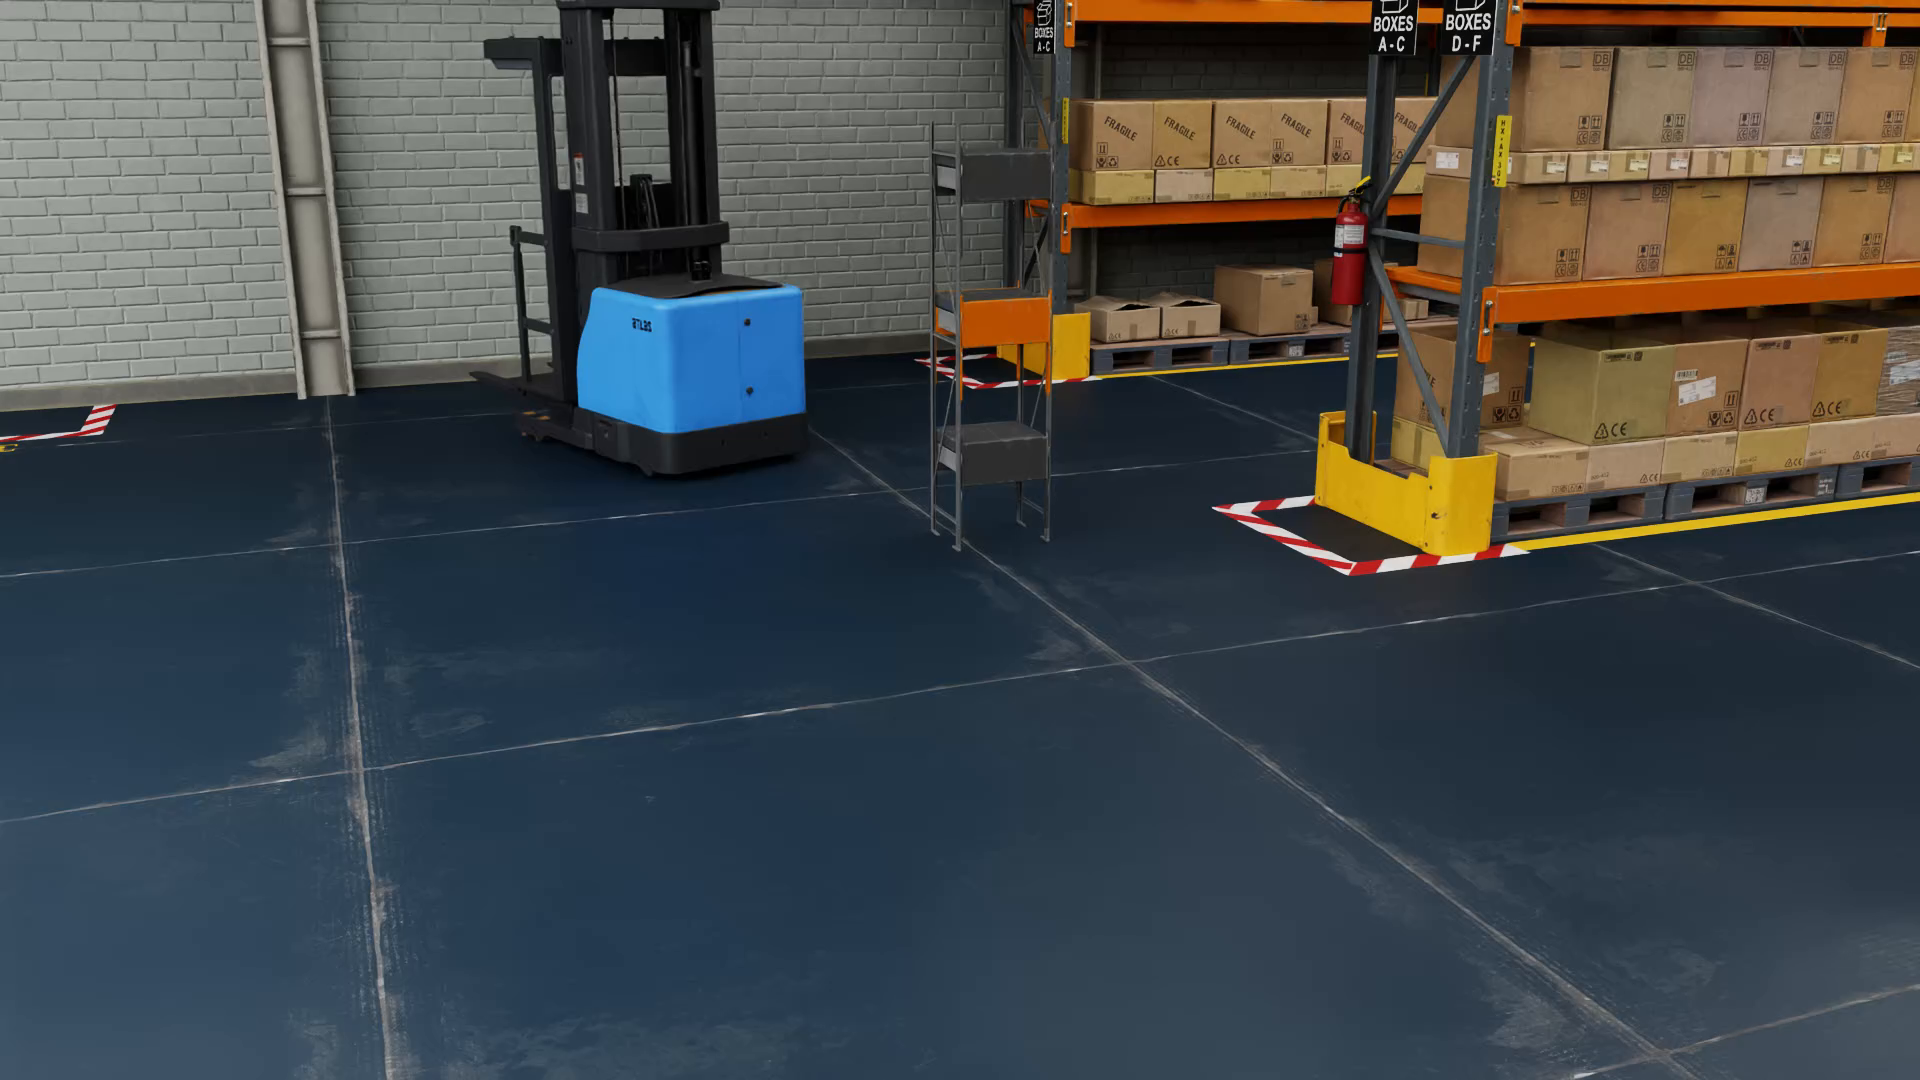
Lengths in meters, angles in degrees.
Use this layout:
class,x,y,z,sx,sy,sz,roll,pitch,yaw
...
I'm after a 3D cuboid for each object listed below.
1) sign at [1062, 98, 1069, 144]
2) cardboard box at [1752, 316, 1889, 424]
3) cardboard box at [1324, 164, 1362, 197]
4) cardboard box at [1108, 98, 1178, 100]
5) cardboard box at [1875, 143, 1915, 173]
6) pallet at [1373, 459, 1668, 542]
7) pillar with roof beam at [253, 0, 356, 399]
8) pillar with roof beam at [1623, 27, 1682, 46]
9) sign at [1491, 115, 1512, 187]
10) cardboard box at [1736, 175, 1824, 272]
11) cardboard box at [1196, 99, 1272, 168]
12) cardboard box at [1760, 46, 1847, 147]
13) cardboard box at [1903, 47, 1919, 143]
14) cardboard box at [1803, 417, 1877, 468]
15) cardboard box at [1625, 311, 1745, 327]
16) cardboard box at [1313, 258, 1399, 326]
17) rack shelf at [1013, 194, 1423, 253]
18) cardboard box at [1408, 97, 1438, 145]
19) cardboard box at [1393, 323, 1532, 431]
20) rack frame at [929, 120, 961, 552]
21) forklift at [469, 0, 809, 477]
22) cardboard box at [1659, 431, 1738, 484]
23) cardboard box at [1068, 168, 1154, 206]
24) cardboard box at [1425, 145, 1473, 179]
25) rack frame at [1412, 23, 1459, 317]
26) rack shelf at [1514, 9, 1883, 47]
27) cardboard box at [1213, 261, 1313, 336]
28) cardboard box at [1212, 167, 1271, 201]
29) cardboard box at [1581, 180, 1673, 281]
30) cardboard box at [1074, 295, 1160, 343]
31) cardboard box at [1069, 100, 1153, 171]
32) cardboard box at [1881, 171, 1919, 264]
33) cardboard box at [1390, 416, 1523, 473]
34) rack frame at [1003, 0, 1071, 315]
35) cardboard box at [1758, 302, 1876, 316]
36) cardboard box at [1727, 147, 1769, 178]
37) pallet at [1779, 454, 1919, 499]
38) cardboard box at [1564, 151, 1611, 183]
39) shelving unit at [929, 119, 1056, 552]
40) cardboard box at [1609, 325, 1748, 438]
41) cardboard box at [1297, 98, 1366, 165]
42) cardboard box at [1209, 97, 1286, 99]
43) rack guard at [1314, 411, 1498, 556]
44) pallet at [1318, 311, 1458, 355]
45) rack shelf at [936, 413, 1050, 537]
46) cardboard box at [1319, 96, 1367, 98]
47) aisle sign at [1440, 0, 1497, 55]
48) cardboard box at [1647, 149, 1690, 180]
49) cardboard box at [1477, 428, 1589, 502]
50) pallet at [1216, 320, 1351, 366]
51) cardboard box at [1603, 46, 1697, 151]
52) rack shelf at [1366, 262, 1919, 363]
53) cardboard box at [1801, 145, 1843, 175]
class,x,y,z,sx,sy,sz,roll,pitch,yaw
sign,0.777,-3.101,12.298,0.005,0.325,0.100,-6,17,-20
cardboard box,4.803,-0.968,9.373,0.500,0.500,0.500,-6,17,-20
cardboard box,3.052,-2.939,13.513,0.500,0.250,0.500,-6,17,-20
cardboard box,1.421,-3.277,13.335,0.500,0.500,0.500,-6,17,-19
cardboard box,4.966,-2.102,9.104,0.250,0.149,0.380,-6,17,-20
pallet,3.058,-0.276,9.162,1.213,0.211,1.003,-6,17,-20
pillar with roof beam,-3.135,-4.267,7.159,0.400,9.000,9.100,-6,17,-20
pillar with roof beam,8.070,-5.477,11.279,0.400,9.000,9.100,-6,17,-20
sign,2.552,-1.832,7.836,0.005,0.325,0.100,-6,17,-20
cardboard box,4.244,-1.774,9.138,0.500,0.500,0.700,-6,17,-18
cardboard box,2.086,-3.192,13.046,0.500,0.500,0.500,-7,18,-22
cardboard box,4.276,-2.401,8.970,0.500,0.500,0.700,-6,17,-20
cardboard box,5.211,-2.501,9.313,0.500,0.500,0.700,-6,17,-20
cardboard box,4.807,-0.604,9.468,0.500,0.250,0.500,-6,17,-20
cardboard box,4.149,-1.054,9.669,0.500,0.500,0.500,-6,17,-20
cardboard box,3.363,-2.128,14.177,0.500,0.500,0.500,-8,18,-24
rack shelf,2.451,-2.685,13.694,4.000,0.370,1.077,-6,17,-20
cardboard box,3.987,-3.400,13.752,0.500,0.500,0.500,-6,17,-20
cardboard box,2.753,-0.900,9.142,0.500,0.500,0.500,-6,17,-20
rack frame,-0.073,-1.000,8.275,0.015,2.100,0.400,-6,17,-20
forklift,-2.271,-2.124,10.631,1.130,2.935,3.031,-14,21,-39
cardboard box,3.872,-0.505,9.128,0.500,0.250,0.500,-6,17,-20
cardboard box,1.152,-2.732,12.807,0.500,0.250,0.500,-7,18,-22
cardboard box,2.648,-1.973,8.665,0.250,0.149,0.380,-6,18,-21
rack frame,4.318,-3.232,14.279,0.127,3.000,1.000,-6,17,-20
rack shelf,6.186,-4.527,14.645,4.000,0.370,1.077,-6,17,-20
cardboard box,2.497,-2.004,13.756,0.500,0.500,0.700,-7,18,-24
cardboard box,2.110,-2.838,13.168,0.500,0.250,0.500,-6,18,-21
cardboard box,3.288,-1.671,8.788,0.500,0.500,0.700,-6,17,-19
cardboard box,1.261,-1.795,13.380,0.500,0.311,0.500,-8,18,-26
cardboard box,1.136,-3.095,12.713,0.500,0.500,0.500,-6,17,-20
cardboard box,5.192,-1.875,9.483,0.500,0.500,0.700,-6,18,-21
cardboard box,2.754,-0.539,9.246,0.500,0.250,0.500,-6,17,-20
rack frame,0.583,-2.828,12.906,0.127,3.000,1.000,-6,17,-20
cardboard box,5.085,-1.154,10.007,0.500,0.500,0.500,-6,17,-20
cardboard box,4.004,-1.998,8.749,0.250,0.149,0.380,-6,18,-21
pallet,5.337,-0.522,10.000,1.213,0.211,1.003,-6,17,-20
cardboard box,3.048,-1.895,8.398,0.250,0.149,0.380,-7,18,-22
shelving unit,0.155,-1.024,8.359,0.503,2.100,0.431,-6,17,-20
cardboard box,3.868,-0.868,9.033,0.500,0.500,0.500,-6,17,-20
cardboard box,3.049,-3.300,13.413,0.500,0.500,0.500,-7,18,-22
cardboard box,2.372,-3.381,13.689,0.500,0.500,0.500,-6,17,-19
rack guard,2.337,-0.324,8.813,0.348,0.500,1.175,-6,17,-20
pallet,3.704,-1.817,14.410,1.213,0.211,1.003,-6,17,-20
rack shelf,0.155,-0.339,8.560,0.480,0.518,0.431,-6,17,-20
cardboard box,3.320,-3.485,14.043,0.500,0.500,0.500,-6,17,-20
aisle sign,2.407,-2.685,7.806,0.004,0.787,0.394,-6,17,-20
cardboard box,3.518,-1.944,8.567,0.250,0.149,0.380,-6,18,-21
cardboard box,2.939,-0.403,8.782,0.500,0.250,0.500,-6,17,-20
pallet,2.563,-1.693,13.987,1.213,0.211,1.003,-6,17,-20
cardboard box,3.338,-2.299,8.624,0.500,0.500,0.700,-7,18,-22
rack shelf,4.227,-1.382,9.257,4.000,0.370,1.077,-6,17,-20
cardboard box,4.484,-2.049,8.923,0.250,0.149,0.380,-6,17,-18
